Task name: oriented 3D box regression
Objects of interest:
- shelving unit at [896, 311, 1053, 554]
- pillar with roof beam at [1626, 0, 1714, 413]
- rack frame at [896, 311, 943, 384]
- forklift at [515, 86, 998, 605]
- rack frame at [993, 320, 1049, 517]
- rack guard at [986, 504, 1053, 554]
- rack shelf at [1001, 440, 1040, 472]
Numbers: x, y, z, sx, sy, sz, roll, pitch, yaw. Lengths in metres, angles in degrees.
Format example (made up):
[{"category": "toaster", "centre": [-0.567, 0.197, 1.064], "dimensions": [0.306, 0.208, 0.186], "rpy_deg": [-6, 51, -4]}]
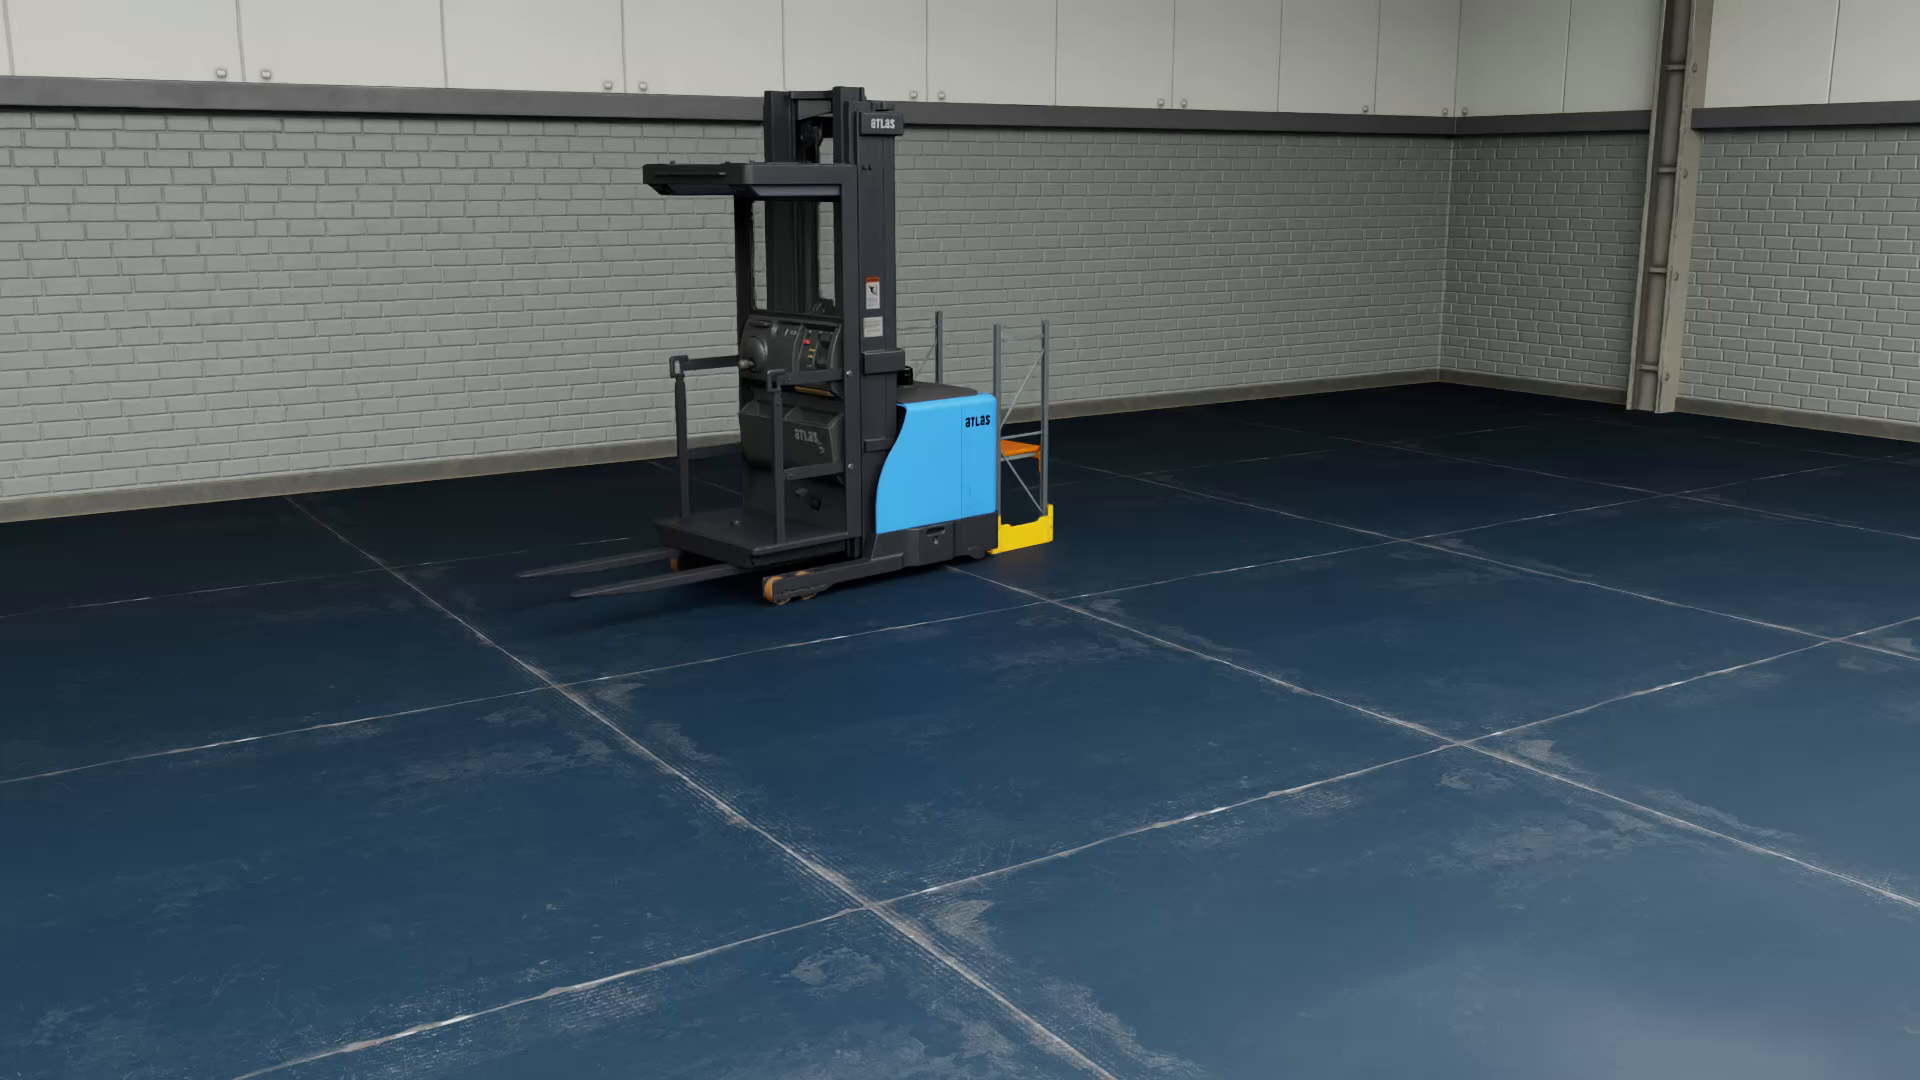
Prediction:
[{"category": "shelving unit", "centre": [0.052, -0.765, 11.349], "dimensions": [0.587, 1.500, 1.083], "rpy_deg": [-12, 17, -43]}, {"category": "pillar with roof beam", "centre": [3.757, -5.267, 14.382], "dimensions": [9.100, 9.000, 0.400], "rpy_deg": [-8, 15, -33]}, {"category": "rack frame", "centre": [-0.312, -0.844, 11.709], "dimensions": [0.500, 1.500, 0.032], "rpy_deg": [-12, 17, -43]}, {"category": "forklift", "centre": [-1.180, -1.181, 9.902], "dimensions": [3.031, 2.935, 1.130], "rpy_deg": [-11, 16, -41]}, {"category": "rack frame", "centre": [0.403, -0.689, 11.003], "dimensions": [0.500, 1.500, 0.032], "rpy_deg": [-12, 17, -43]}, {"category": "rack guard", "centre": [0.402, -0.079, 11.137], "dimensions": [0.587, 0.250, 0.087], "rpy_deg": [-12, 17, -43]}, {"category": "rack shelf", "centre": [0.046, -0.591, 11.394], "dimensions": [0.538, 0.185, 1.000], "rpy_deg": [-12, 17, -43]}]
